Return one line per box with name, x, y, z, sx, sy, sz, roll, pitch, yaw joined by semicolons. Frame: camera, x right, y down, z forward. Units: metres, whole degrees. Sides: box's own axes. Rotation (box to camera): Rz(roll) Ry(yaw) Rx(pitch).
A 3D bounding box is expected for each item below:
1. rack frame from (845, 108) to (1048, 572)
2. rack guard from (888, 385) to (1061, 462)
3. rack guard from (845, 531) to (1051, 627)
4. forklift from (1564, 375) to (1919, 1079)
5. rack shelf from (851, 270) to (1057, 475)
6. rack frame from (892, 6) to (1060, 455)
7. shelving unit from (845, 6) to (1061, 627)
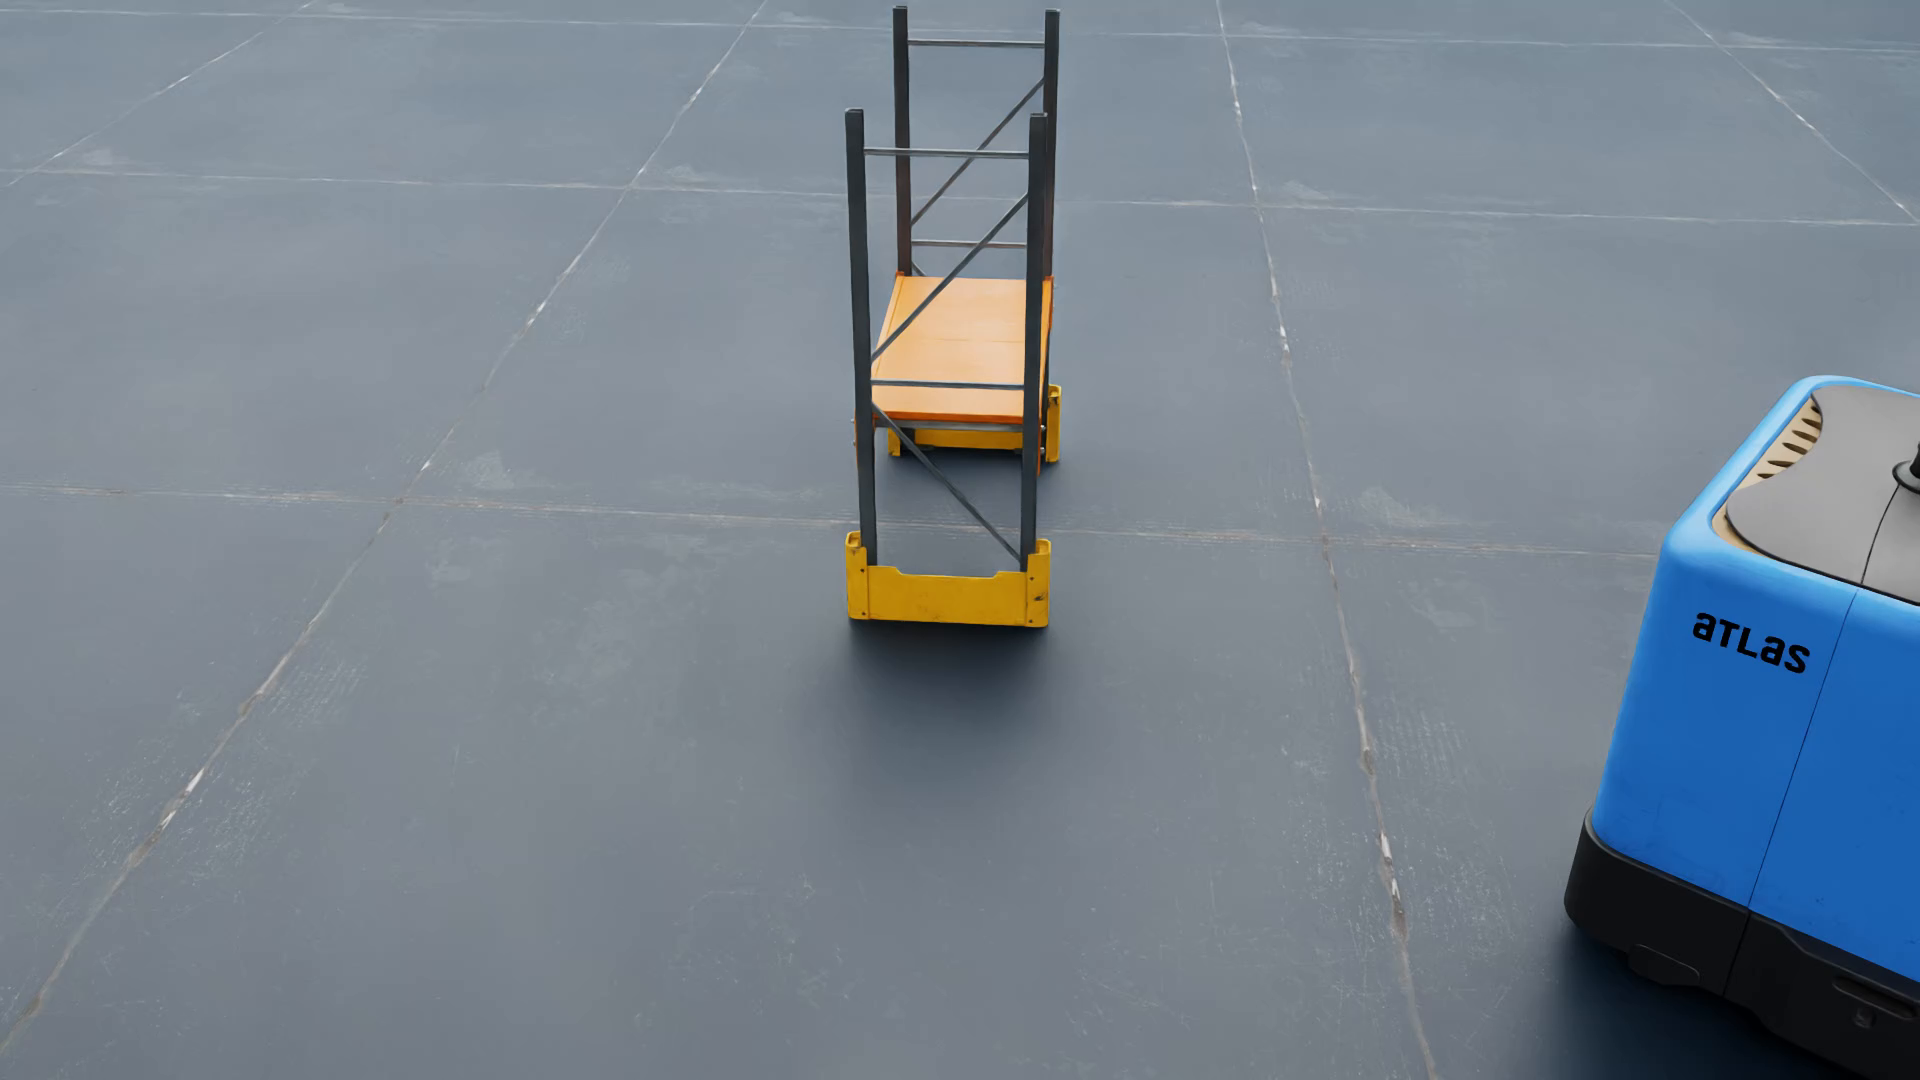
rack frame;-0.034;-0.417;4.498;0.500;1.500;0.032;2;32;4
rack guard;0.047;-0.407;5.672;0.587;0.250;0.087;2;32;4
rack guard;-0.034;0.114;4.827;0.587;0.250;0.087;2;32;4
forklift;2.834;-0.057;2.549;3.031;2.935;1.130;23;38;32
rack shelf;0.007;-0.530;5.023;0.538;0.185;1.000;2;32;4
rack frame;0.048;-0.949;5.360;0.500;1.500;0.032;2;32;4
shelving unit;0.006;-0.678;4.921;0.587;1.500;1.083;2;32;4
